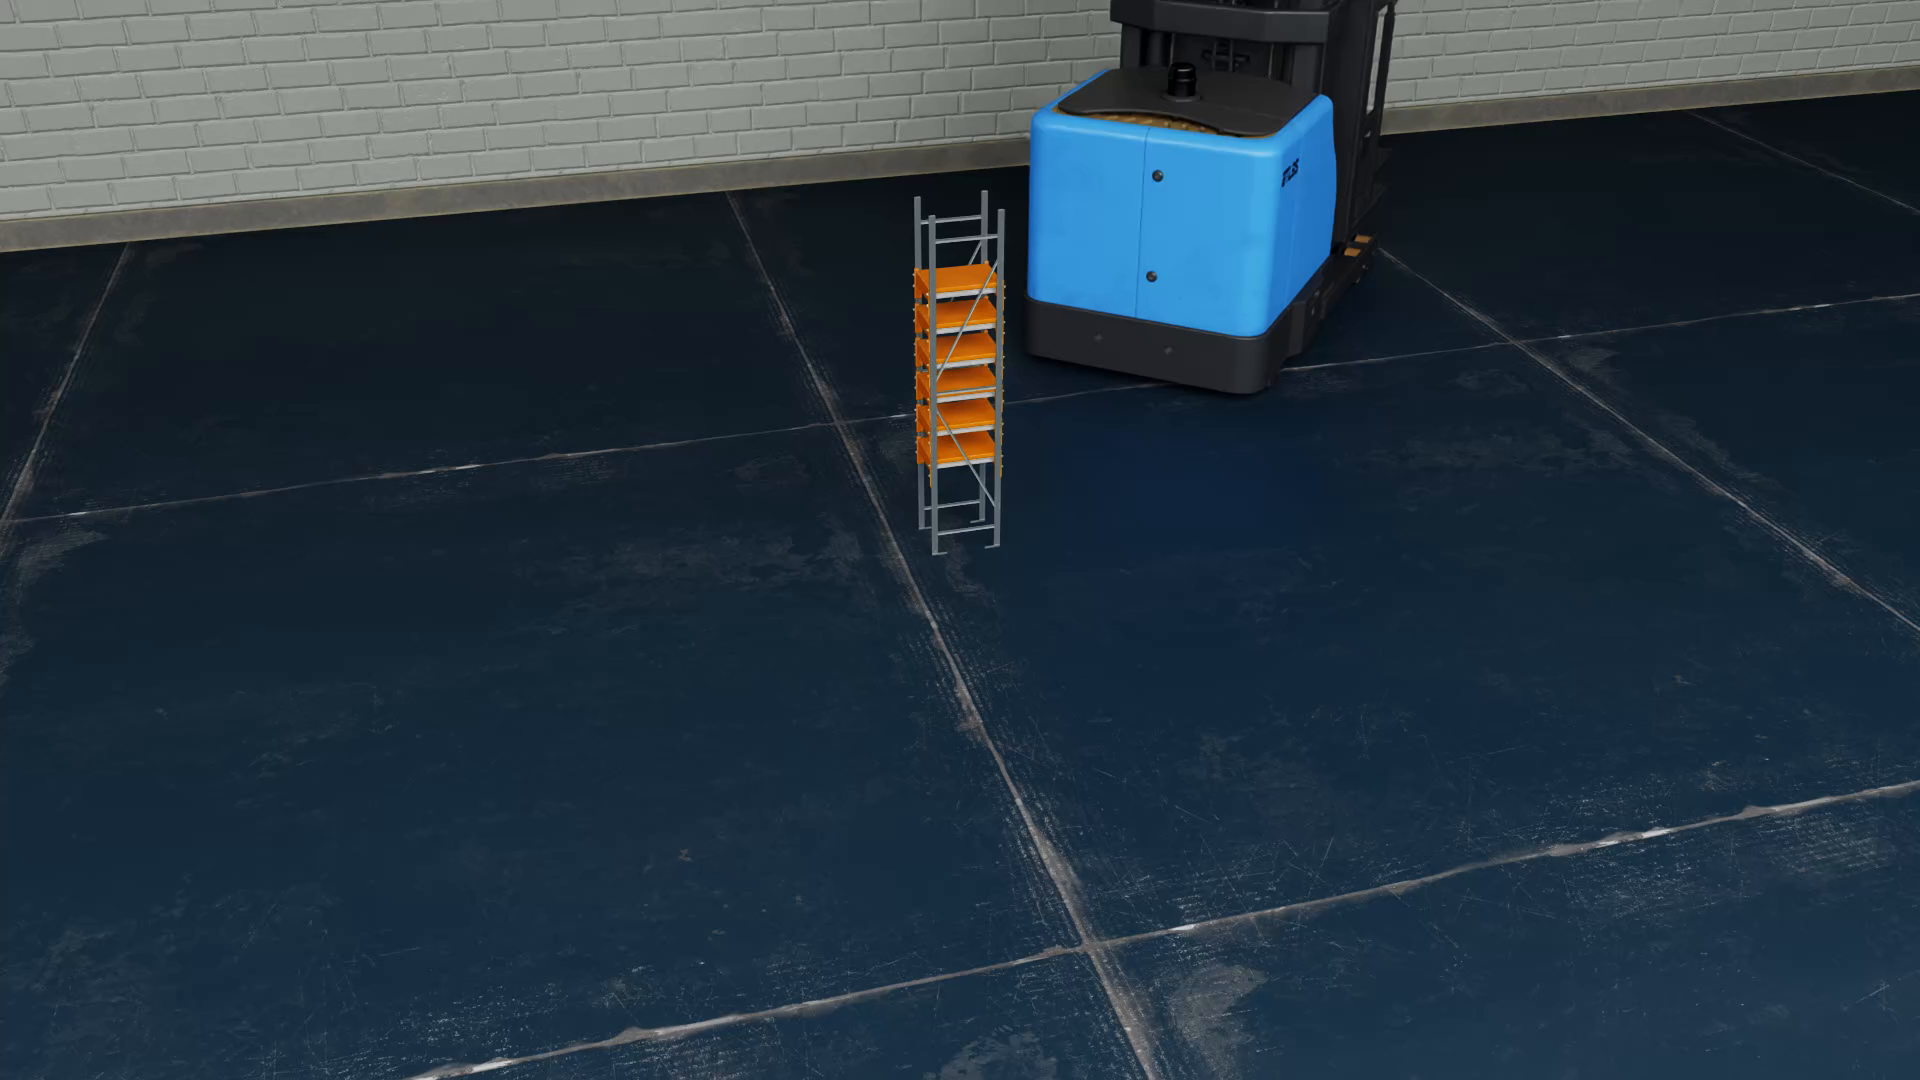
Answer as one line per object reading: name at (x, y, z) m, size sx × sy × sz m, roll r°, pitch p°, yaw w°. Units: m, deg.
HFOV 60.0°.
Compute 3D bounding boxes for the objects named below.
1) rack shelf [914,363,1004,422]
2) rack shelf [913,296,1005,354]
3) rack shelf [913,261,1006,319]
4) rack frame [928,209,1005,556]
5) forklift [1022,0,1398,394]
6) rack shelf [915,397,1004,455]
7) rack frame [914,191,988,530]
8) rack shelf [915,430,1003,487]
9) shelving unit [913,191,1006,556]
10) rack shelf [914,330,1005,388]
rack shelf at (-0.004, -0.488, 5.484) m, size 0.258 × 0.103 × 0.180 m, roll -8°, pitch 31°, yaw -13°
rack shelf at (-0.004, -0.696, 5.364) m, size 0.258 × 0.103 × 0.180 m, roll -8°, pitch 31°, yaw -13°
rack shelf at (-0.004, -0.799, 5.303) m, size 0.258 × 0.103 × 0.180 m, roll -8°, pitch 31°, yaw -13°
rack frame at (0.020, -0.482, 5.385) m, size 0.240 × 1.200 × 0.006 m, roll -8°, pitch 31°, yaw -13°
forklift at (1.358, -2.565, 7.255) m, size 1.130 × 2.935 × 3.031 m, roll 14°, pitch 33°, yaw 22°
rack shelf at (-0.004, -0.384, 5.544) m, size 0.258 × 0.103 × 0.180 m, roll -8°, pitch 31°, yaw -13°
rack frame at (-0.028, -0.570, 5.538) m, size 0.240 × 1.200 × 0.006 m, roll -8°, pitch 31°, yaw -13°
rack shelf at (-0.004, -0.280, 5.604) m, size 0.258 × 0.103 × 0.180 m, roll -8°, pitch 31°, yaw -13°
shelving unit at (-0.004, -0.526, 5.462) m, size 0.258 × 1.200 × 0.189 m, roll -8°, pitch 31°, yaw -13°
rack shelf at (-0.004, -0.592, 5.424) m, size 0.258 × 0.103 × 0.180 m, roll -8°, pitch 31°, yaw -13°
